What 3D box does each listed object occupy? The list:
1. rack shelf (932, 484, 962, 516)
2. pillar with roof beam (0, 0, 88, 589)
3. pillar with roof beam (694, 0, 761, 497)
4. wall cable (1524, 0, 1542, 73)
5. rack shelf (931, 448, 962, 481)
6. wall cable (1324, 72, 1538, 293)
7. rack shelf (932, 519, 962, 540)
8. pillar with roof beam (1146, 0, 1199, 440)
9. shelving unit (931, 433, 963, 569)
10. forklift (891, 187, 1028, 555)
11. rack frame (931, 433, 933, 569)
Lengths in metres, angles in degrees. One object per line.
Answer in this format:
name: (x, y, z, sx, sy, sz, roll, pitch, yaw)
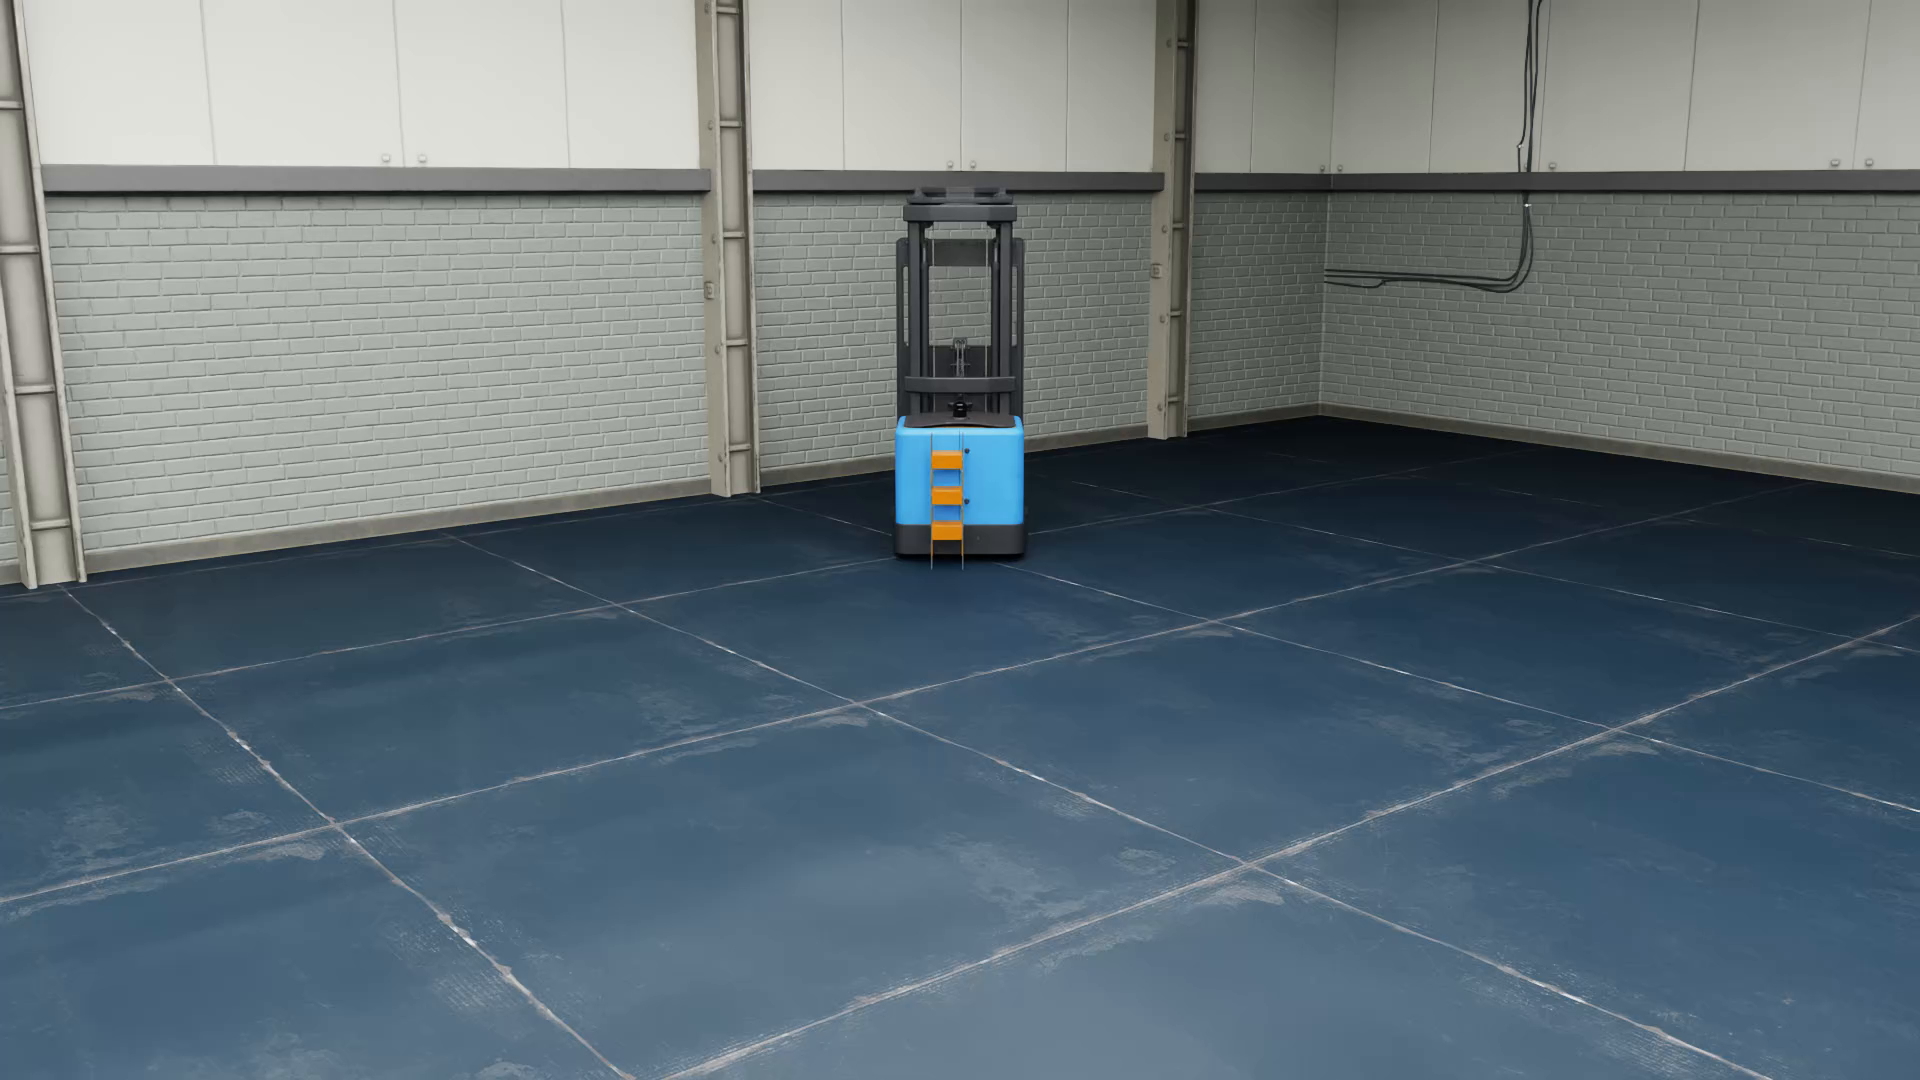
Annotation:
rack shelf: (-0.100, -0.294, 13.036, 0.240, 0.259, 0.215, 0, 12, 0)
pillar with roof beam: (-4.199, -3.389, 8.423, 0.400, 9.000, 9.100, -9, 15, -38)
pillar with roof beam: (0.486, -4.167, 12.090, 0.400, 9.000, 9.100, -9, 15, -38)
wall cable: (7.299, -6.325, 17.566, 0.112, 2.526, 3.097, -9, 15, -38)
rack shelf: (-0.100, -0.571, 12.977, 0.240, 0.259, 0.215, 0, 12, 0)
wall cable: (5.609, -4.293, 20.157, 0.112, 2.526, 3.097, -9, 15, -38)
rack shelf: (-0.100, -0.022, 13.094, 0.240, 0.259, 0.215, 0, 12, 0)
pillar with roof beam: (5.171, -4.946, 15.756, 0.400, 9.000, 9.100, -9, 15, -38)
shelving unit: (-0.100, -0.304, 13.034, 0.252, 1.050, 0.215, 0, 12, 0)
forklift: (0.003, -1.565, 14.441, 1.130, 2.935, 3.031, 0, 12, 0)
rack frame: (-0.222, -0.304, 13.034, 0.008, 1.050, 0.200, 0, 12, 0)
